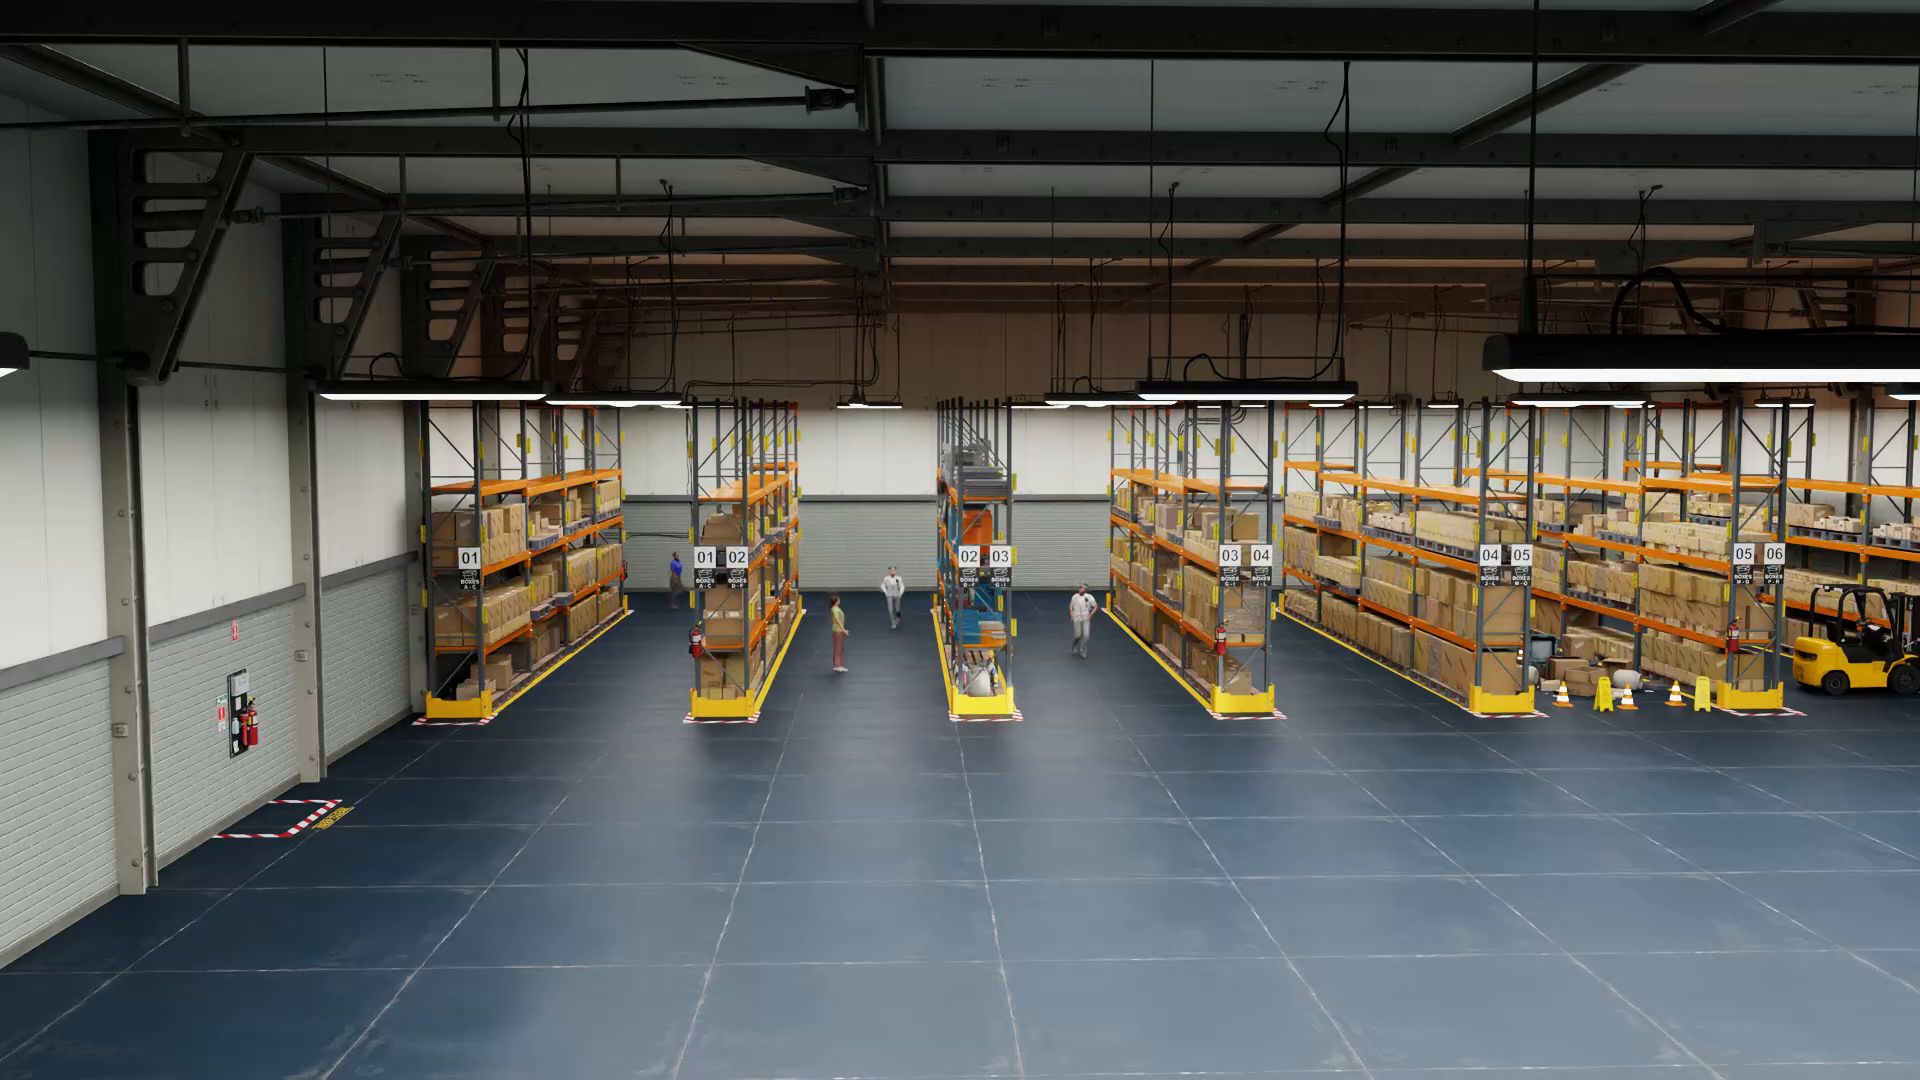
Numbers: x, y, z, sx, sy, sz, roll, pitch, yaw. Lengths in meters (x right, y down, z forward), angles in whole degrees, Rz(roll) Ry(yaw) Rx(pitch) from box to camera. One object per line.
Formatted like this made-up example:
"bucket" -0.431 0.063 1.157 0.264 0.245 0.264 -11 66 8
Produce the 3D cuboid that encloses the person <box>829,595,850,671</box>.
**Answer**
"person" -2.635 2.060 36.621 0.512 1.711 0.548 1 4 8

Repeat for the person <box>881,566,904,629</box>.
"person" -1.790 1.502 44.105 0.612 1.656 0.564 0 4 4

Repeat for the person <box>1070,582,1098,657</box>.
"person" 2.908 1.853 39.003 0.624 1.764 0.594 -1 4 -8

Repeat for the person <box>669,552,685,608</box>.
"person" -8.220 1.167 48.171 0.453 1.666 0.572 0 4 4
